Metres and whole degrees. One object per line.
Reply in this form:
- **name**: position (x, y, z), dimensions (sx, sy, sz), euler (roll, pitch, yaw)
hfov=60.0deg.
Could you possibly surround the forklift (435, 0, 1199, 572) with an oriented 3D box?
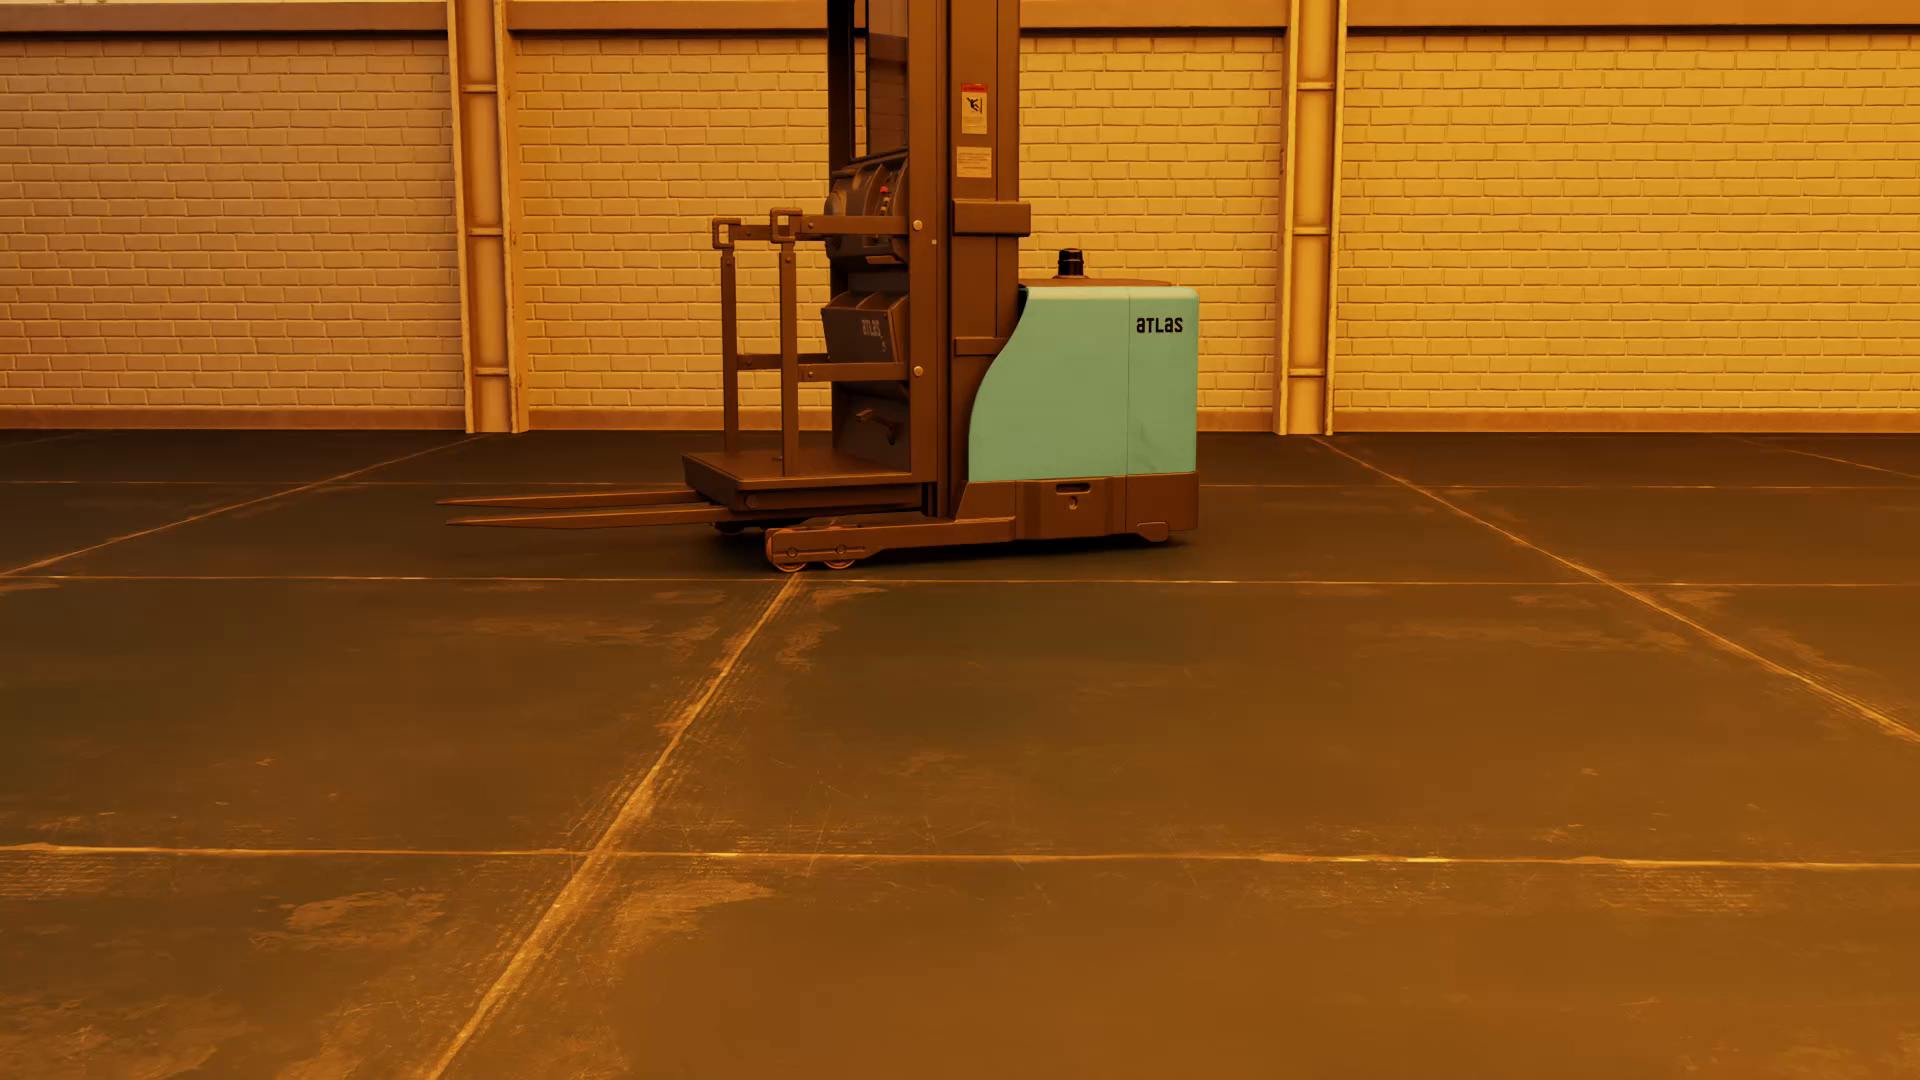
- **forklift**: position (-0.569, -1.416, 6.694), dimensions (3.031, 2.935, 1.130), euler (-3, 9, -20)
